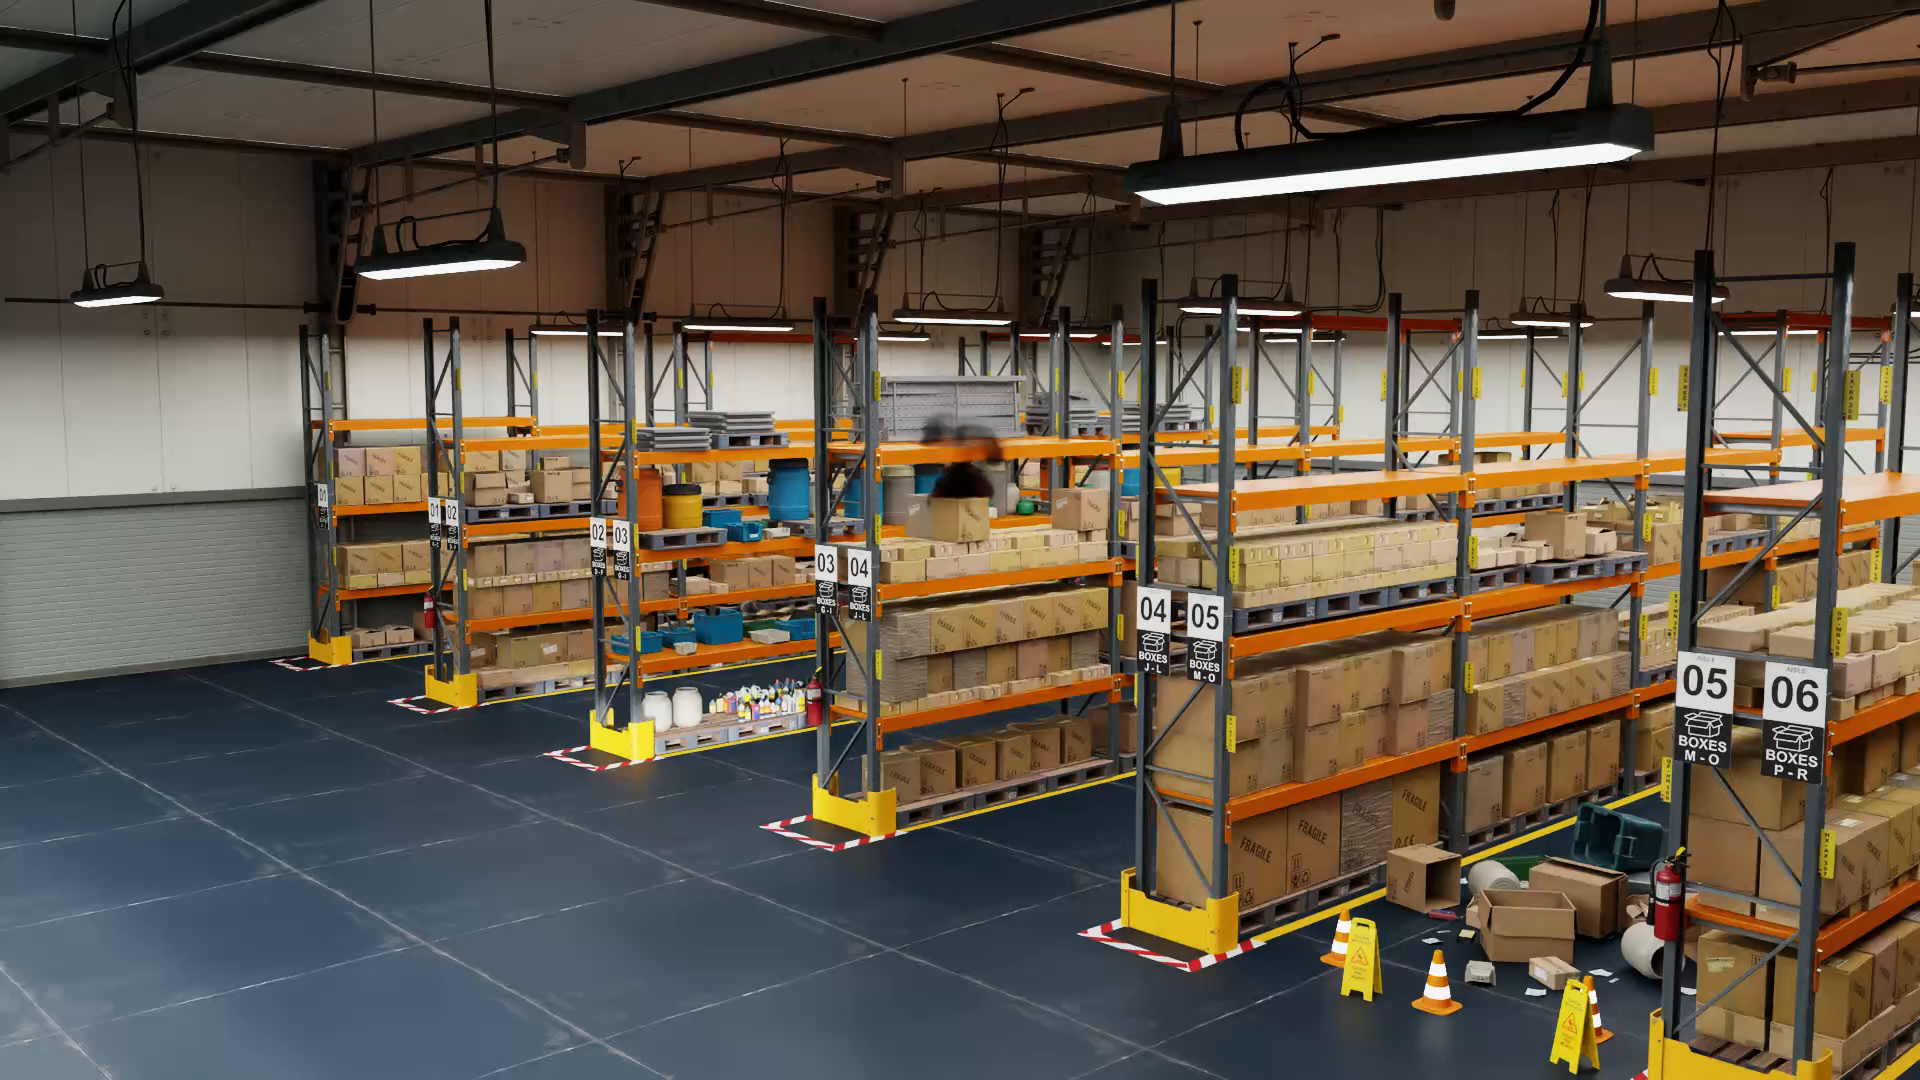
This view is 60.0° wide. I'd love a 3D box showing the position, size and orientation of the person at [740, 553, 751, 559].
[{"bbox_3d":[-4.192,1.128,32.899,0.493,1.451,0.887,5,8,43],"label":"person"}]
